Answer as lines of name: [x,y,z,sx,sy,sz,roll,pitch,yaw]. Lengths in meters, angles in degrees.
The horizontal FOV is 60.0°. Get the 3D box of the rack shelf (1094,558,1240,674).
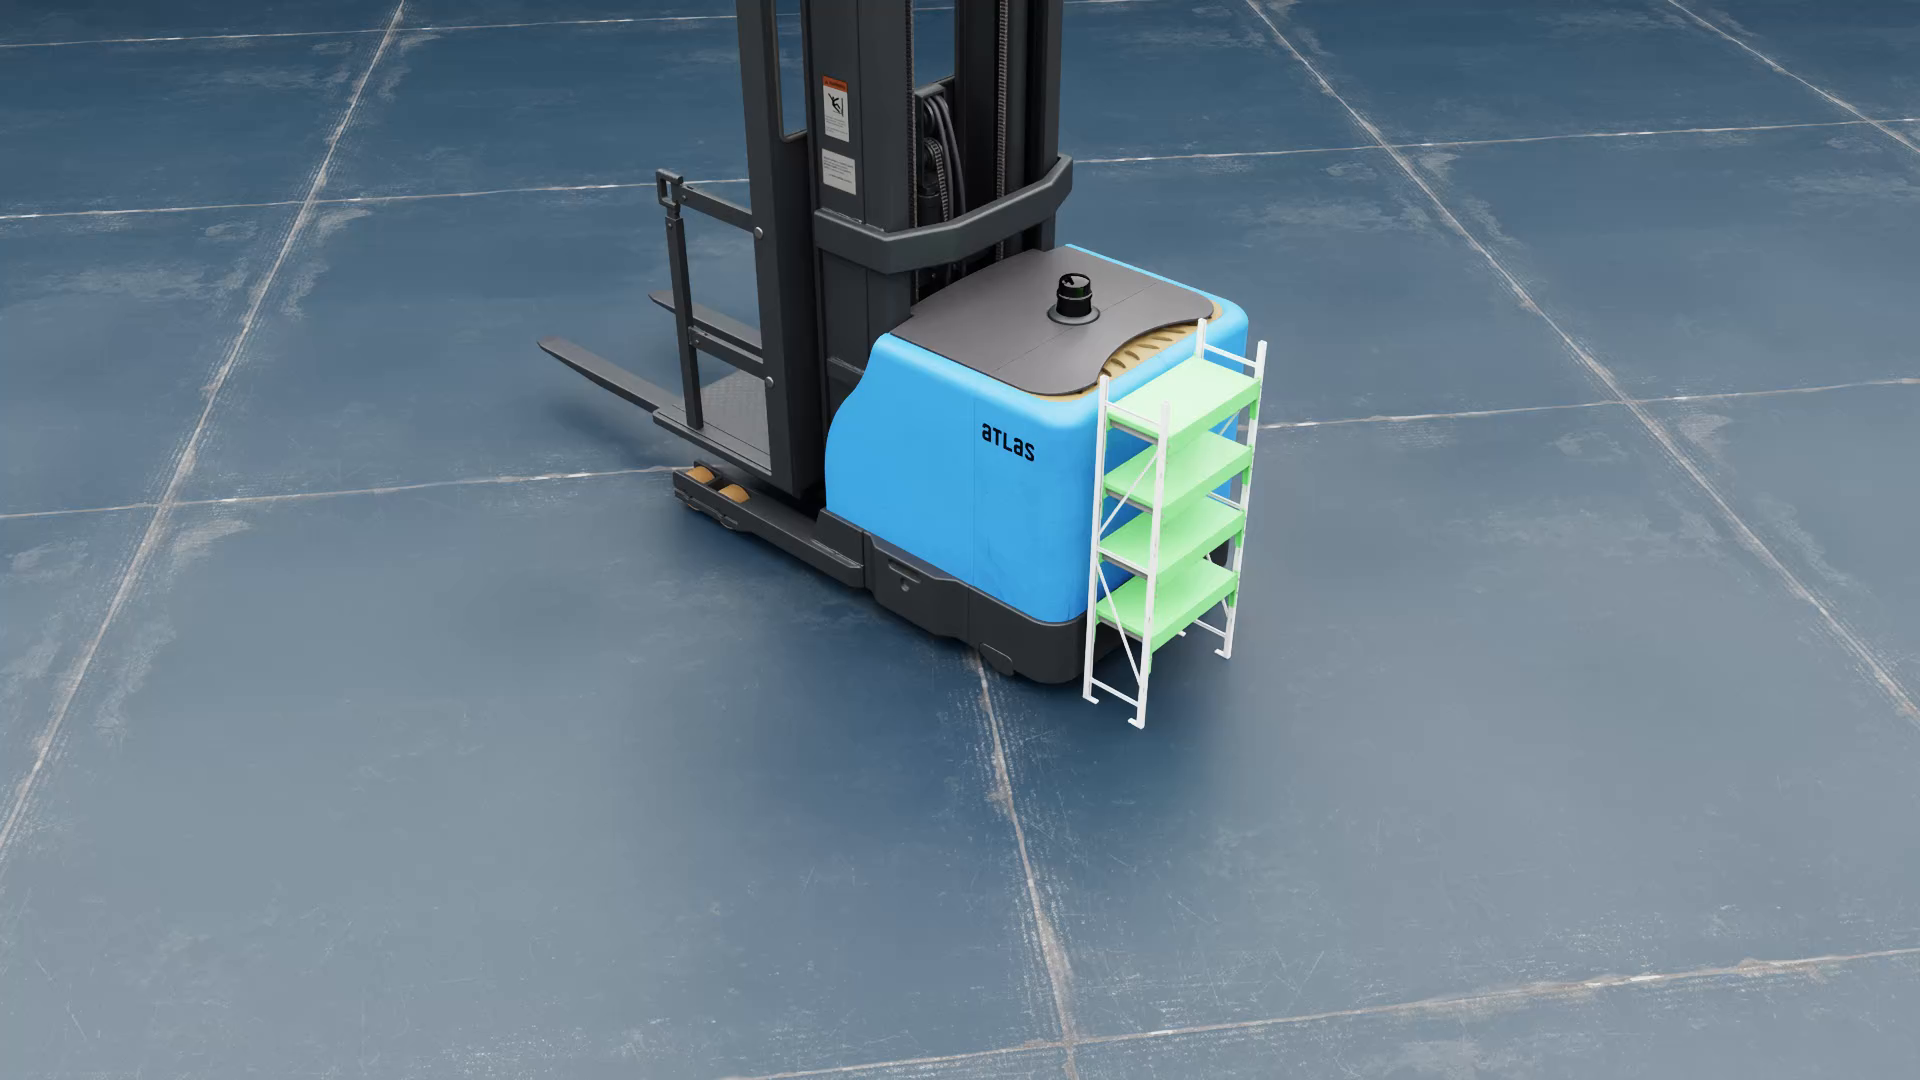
rack shelf: [0.664,0.214,5.410,0.258,0.148,0.480,27,43,34]

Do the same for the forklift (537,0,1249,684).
forklift: [-0.463,-1.447,5.770,3.031,2.935,1.130,27,43,34]

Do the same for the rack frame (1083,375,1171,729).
rack frame: [0.500,0.065,5.089,0.240,1.200,0.015,27,43,34]

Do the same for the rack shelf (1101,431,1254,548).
rack shelf: [0.663,-0.182,5.139,0.258,0.148,0.480,27,43,34]

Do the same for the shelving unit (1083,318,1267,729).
shelving unit: [0.663,-0.037,5.239,0.258,1.200,0.503,27,43,34]

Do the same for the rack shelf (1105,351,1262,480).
rack shelf: [0.663,-0.381,5.004,0.258,0.148,0.480,27,43,34]

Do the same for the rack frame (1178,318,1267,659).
rack frame: [0.827,-0.139,5.388,0.240,1.200,0.015,27,43,34]

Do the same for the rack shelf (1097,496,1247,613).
rack shelf: [0.664,0.016,5.275,0.258,0.148,0.480,27,43,34]
